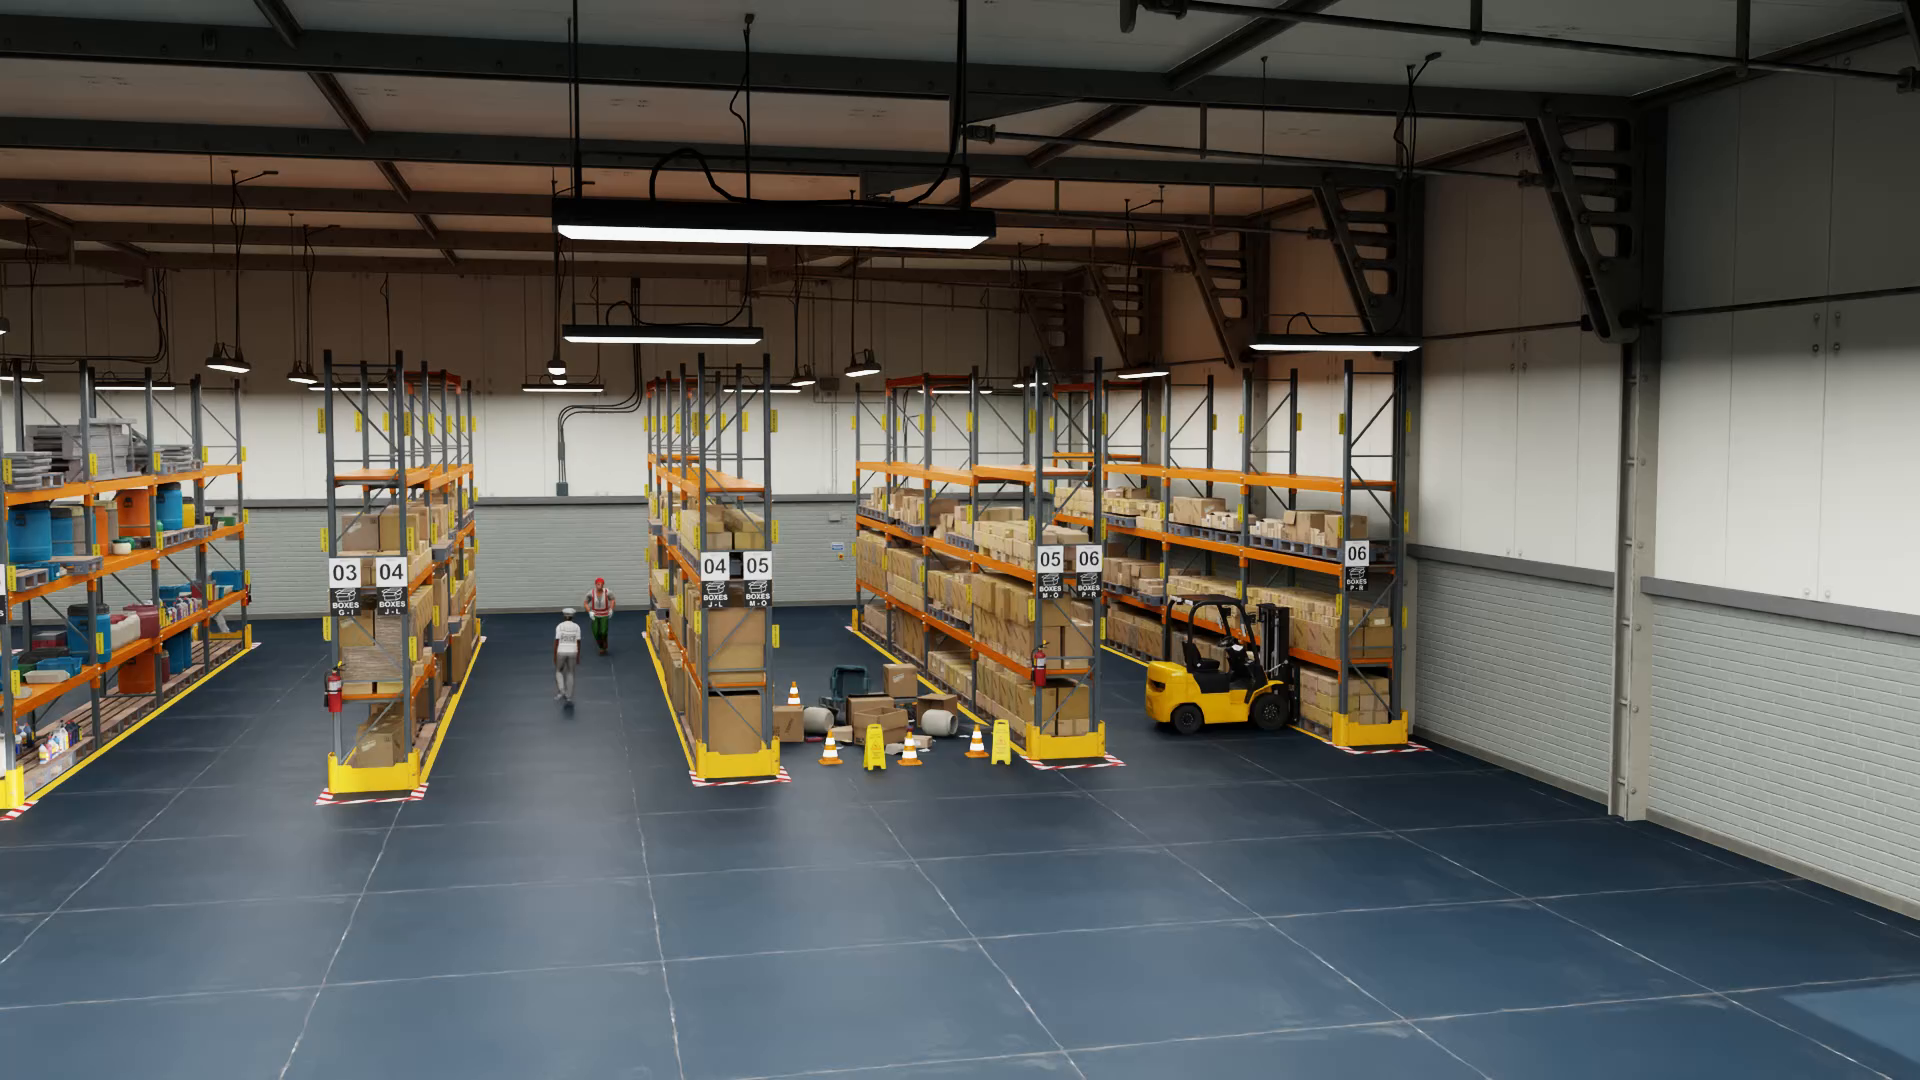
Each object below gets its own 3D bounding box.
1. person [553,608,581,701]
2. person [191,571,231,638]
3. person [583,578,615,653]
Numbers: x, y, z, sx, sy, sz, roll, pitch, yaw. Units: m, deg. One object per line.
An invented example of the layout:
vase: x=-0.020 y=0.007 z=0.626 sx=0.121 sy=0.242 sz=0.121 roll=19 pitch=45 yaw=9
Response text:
person: x=-7.080 y=2.075 z=29.982 sx=0.491 sy=1.671 sz=0.449 roll=-1 pitch=4 yaw=-15
person: x=-17.293 y=1.503 z=38.528 sx=1.072 sy=1.586 sz=0.454 roll=-1 pitch=4 yaw=-17
person: x=-7.857 y=1.646 z=36.230 sx=0.645 sy=1.686 sz=0.631 roll=0 pitch=4 yaw=-2
